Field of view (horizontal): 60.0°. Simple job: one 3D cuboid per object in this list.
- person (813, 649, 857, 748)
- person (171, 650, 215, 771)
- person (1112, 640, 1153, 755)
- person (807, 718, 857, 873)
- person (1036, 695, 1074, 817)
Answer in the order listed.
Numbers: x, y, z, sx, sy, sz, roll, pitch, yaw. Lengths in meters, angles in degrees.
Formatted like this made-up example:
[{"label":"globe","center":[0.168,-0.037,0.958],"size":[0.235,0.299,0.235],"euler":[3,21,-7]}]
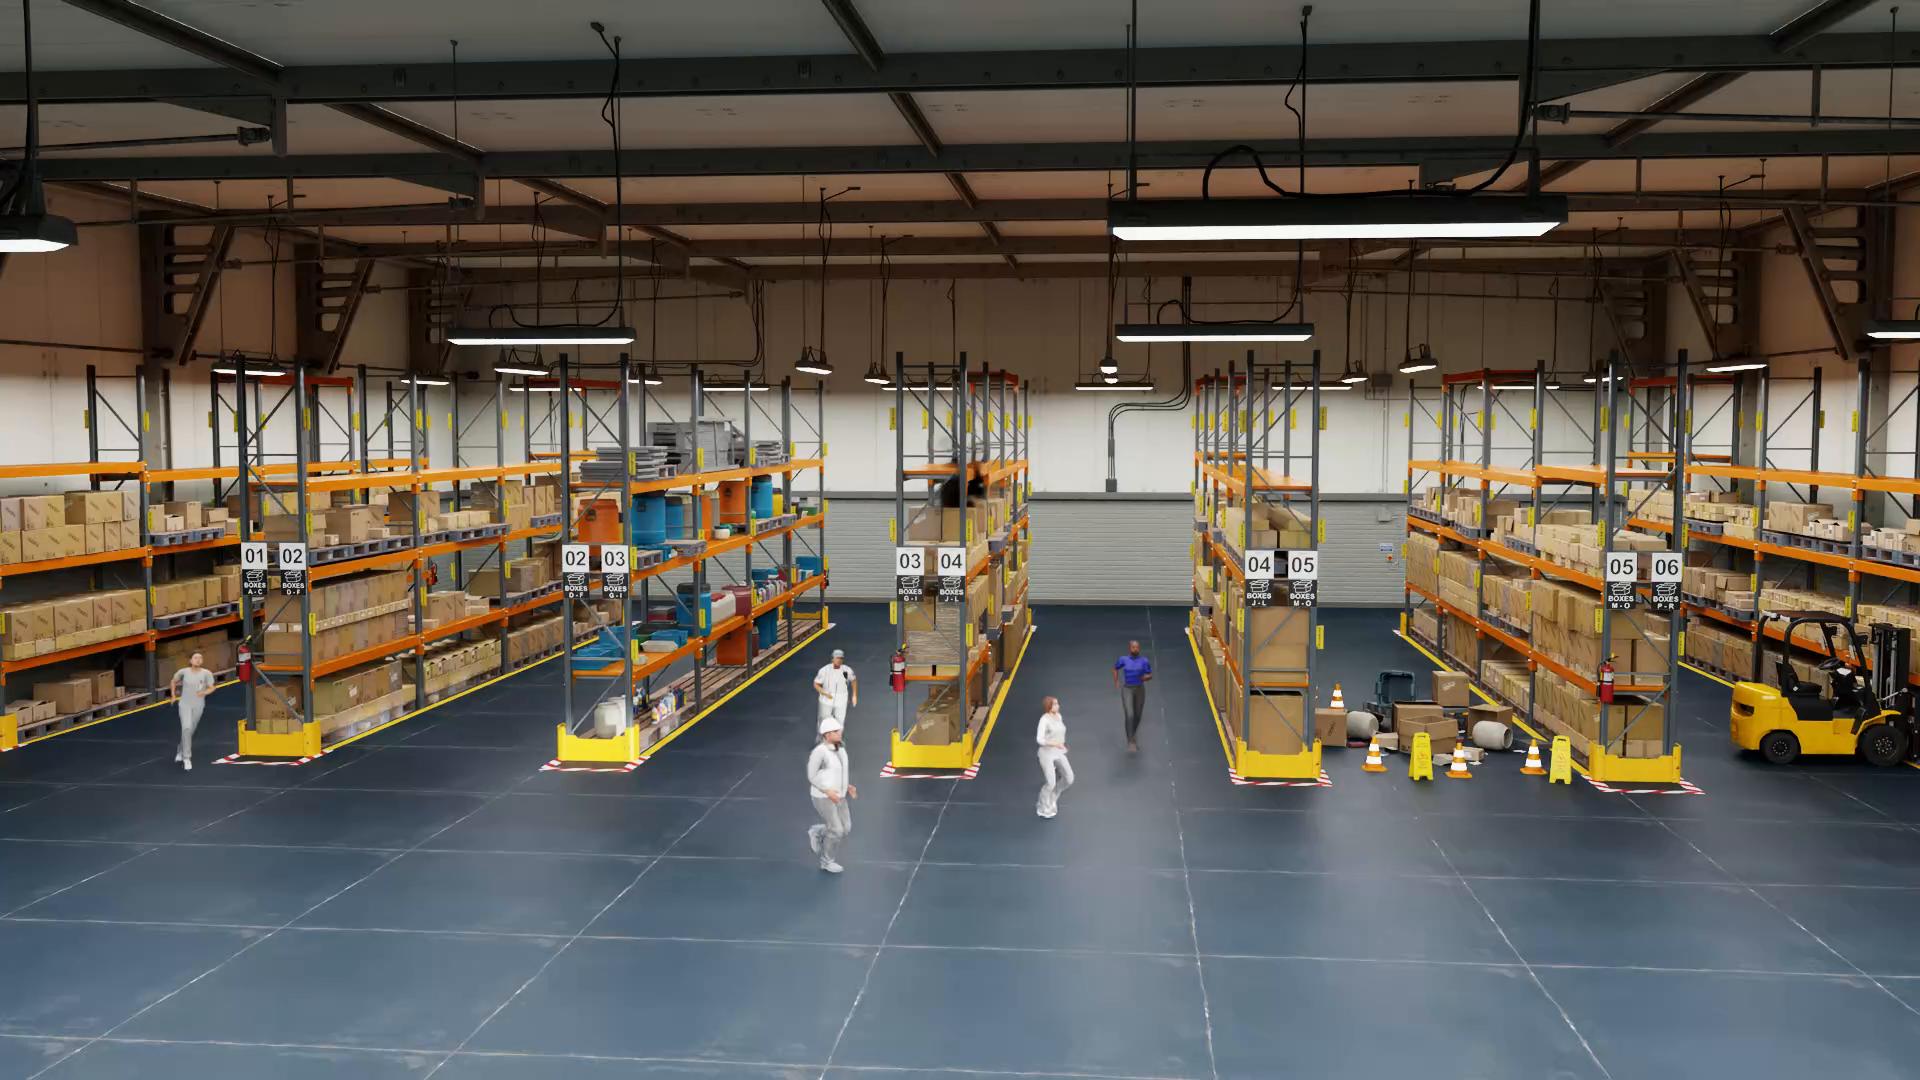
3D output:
[{"label":"person","center":[-1.826,2.457,24.411],"size":[0.654,1.729,0.760],"euler":[-1,4,-8]},{"label":"person","center":[-11.139,2.443,24.187],"size":[0.576,1.664,0.841],"euler":[-3,5,-34]},{"label":"person","center":[2.644,2.366,25.369],"size":[0.566,1.671,0.853],"euler":[0,4,-7]},{"label":"person","center":[-1.496,2.832,18.574],"size":[0.619,1.722,0.643],"euler":[2,5,30]},{"label":"person","center":[1.185,2.725,20.893],"size":[0.586,1.558,0.508],"euler":[4,6,45]}]
